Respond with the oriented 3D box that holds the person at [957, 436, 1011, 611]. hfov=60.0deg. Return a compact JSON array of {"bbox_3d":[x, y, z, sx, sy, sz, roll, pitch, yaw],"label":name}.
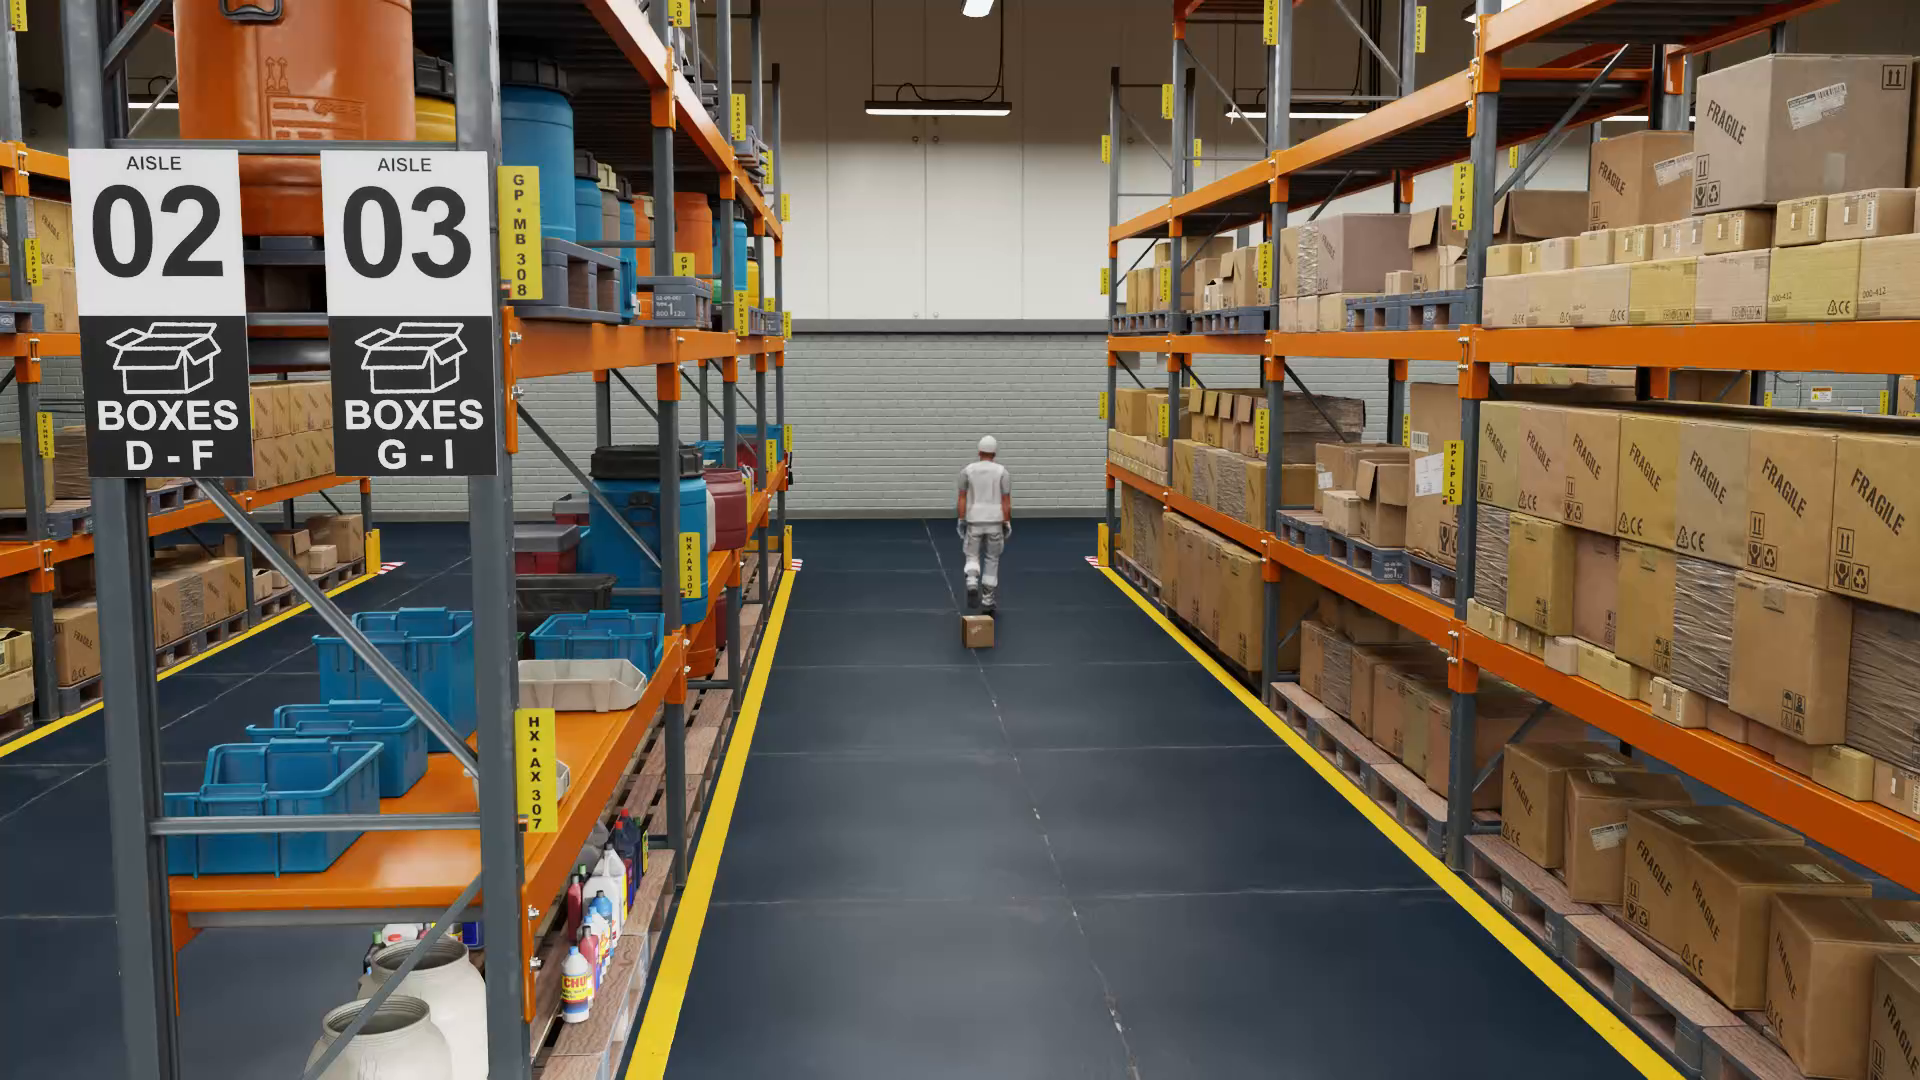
[{"bbox_3d":[0.239,-0.161,16.779,0.546,1.781,0.569,1,7,8],"label":"person"}]
